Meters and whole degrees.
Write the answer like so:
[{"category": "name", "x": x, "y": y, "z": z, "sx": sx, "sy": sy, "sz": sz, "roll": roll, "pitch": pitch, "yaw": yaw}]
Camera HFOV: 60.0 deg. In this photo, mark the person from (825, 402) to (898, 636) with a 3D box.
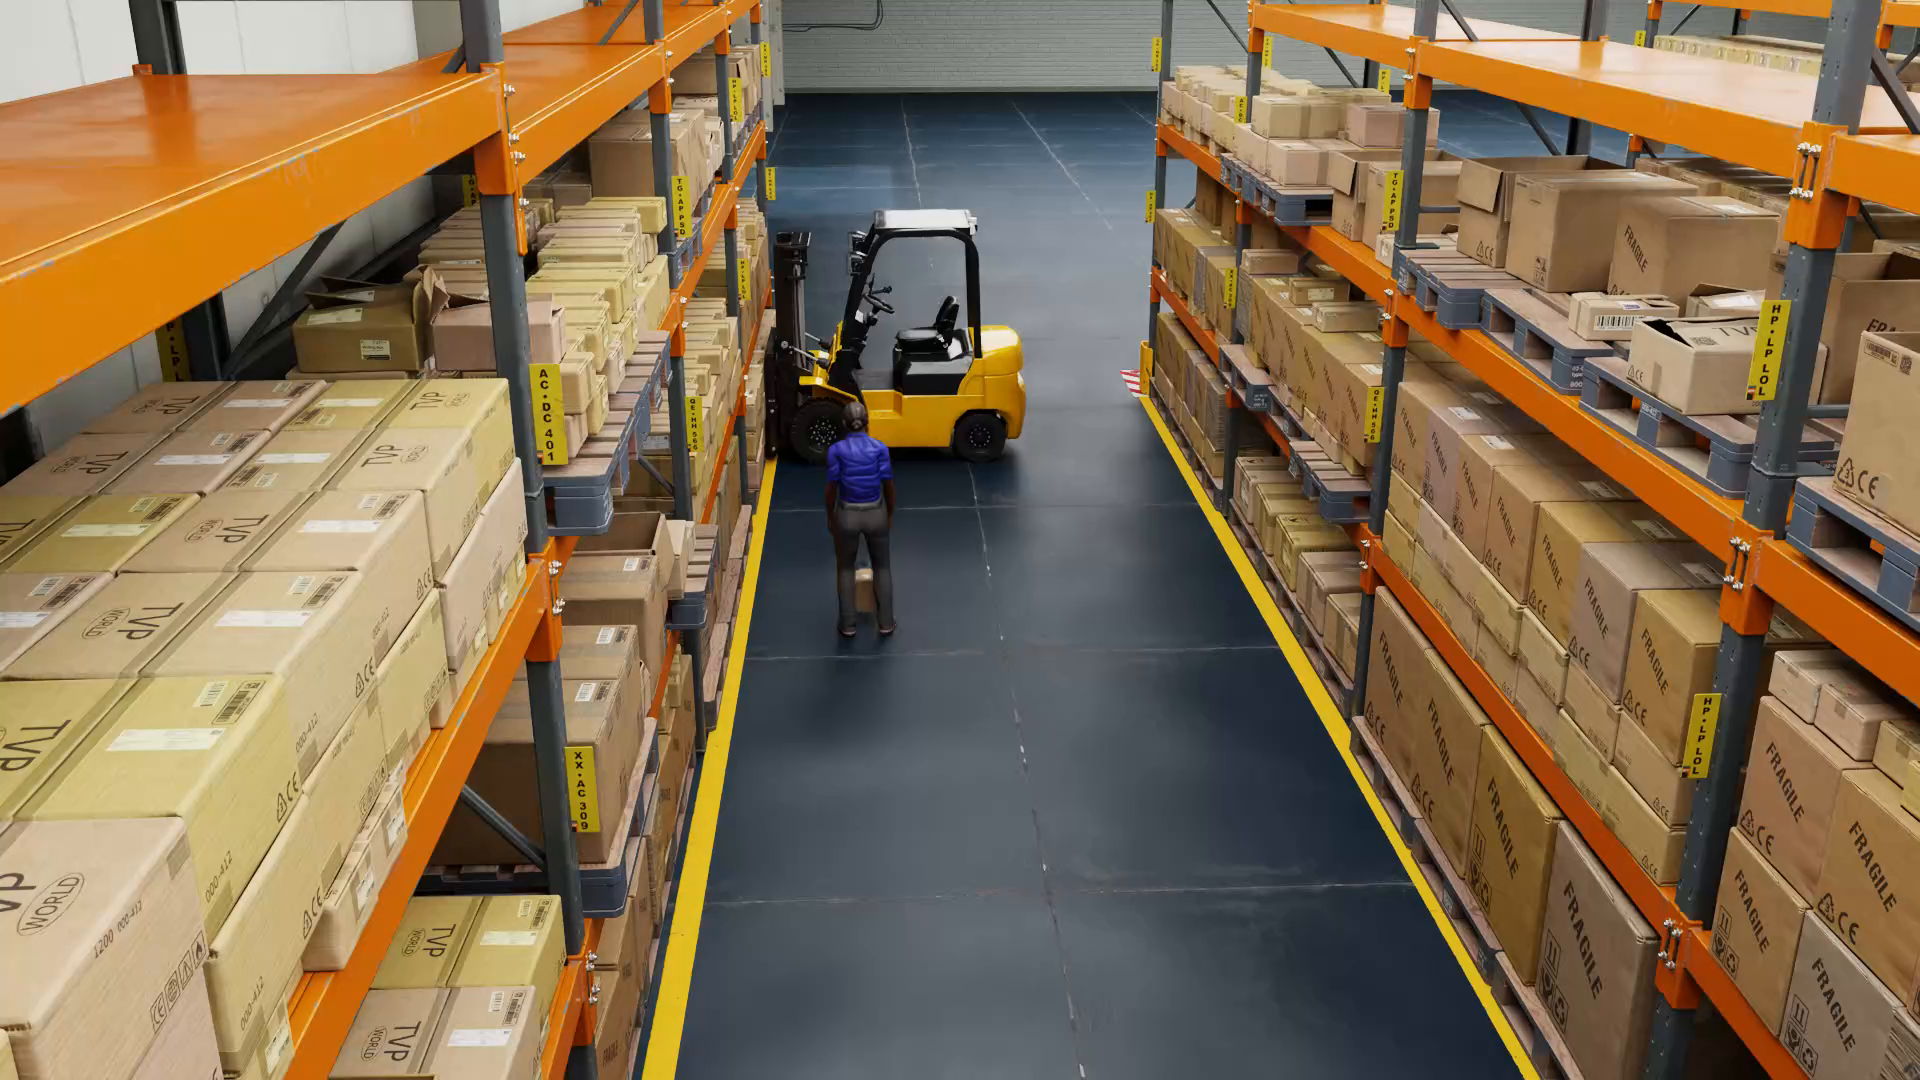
[{"category": "person", "x": -0.678, "y": -0.140, "z": 11.456, "sx": 0.502, "sy": 1.656, "sz": 0.344, "roll": -2, "pitch": 21, "yaw": -6}]
